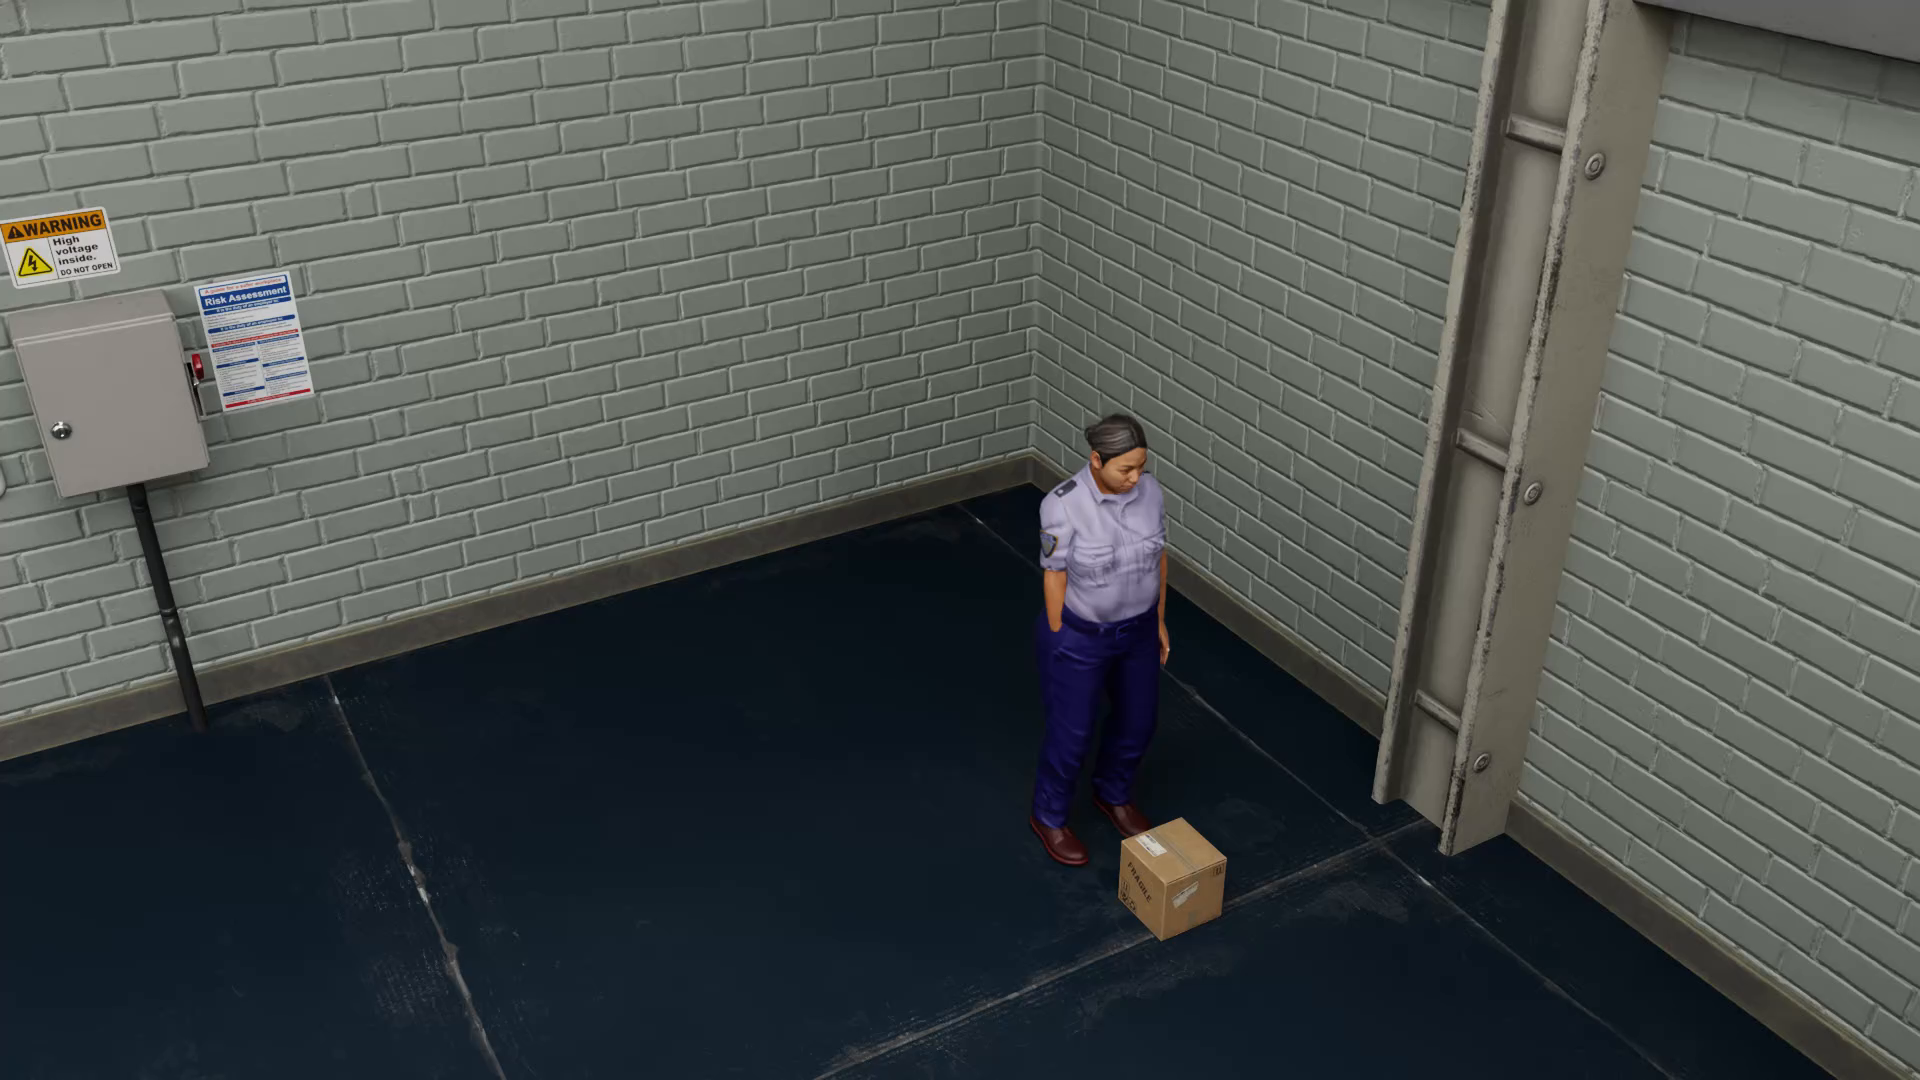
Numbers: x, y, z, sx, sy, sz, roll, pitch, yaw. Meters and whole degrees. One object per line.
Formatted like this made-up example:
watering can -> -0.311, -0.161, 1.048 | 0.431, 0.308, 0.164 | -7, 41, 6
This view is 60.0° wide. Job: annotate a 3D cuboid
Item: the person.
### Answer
person -> 0.484, 0.322, 5.582 | 0.470, 1.641, 0.339 | -15, 33, -25
